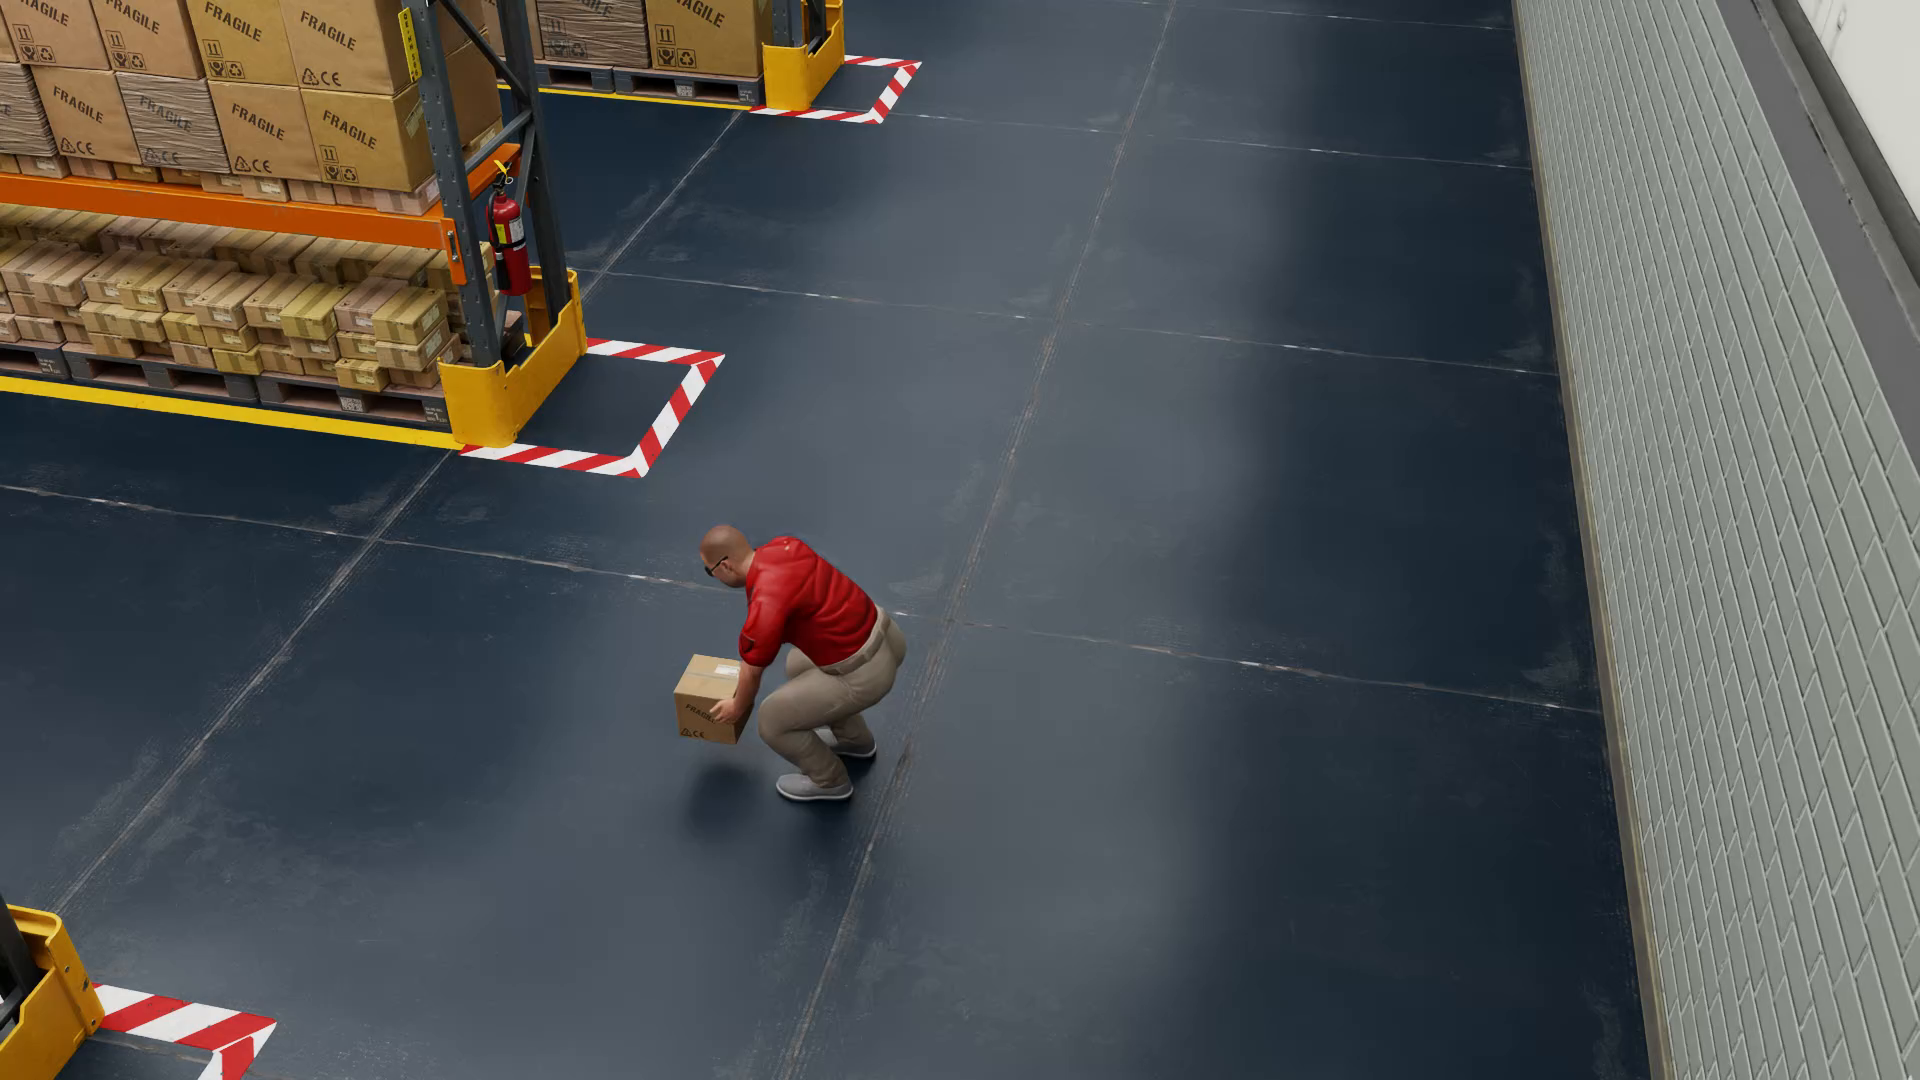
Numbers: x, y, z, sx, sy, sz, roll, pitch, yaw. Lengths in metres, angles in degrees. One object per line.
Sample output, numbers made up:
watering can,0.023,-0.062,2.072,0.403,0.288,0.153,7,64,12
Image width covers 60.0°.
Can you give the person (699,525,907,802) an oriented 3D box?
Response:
person,-0.654,0.491,6.708,0.715,1.261,0.587,7,37,10
